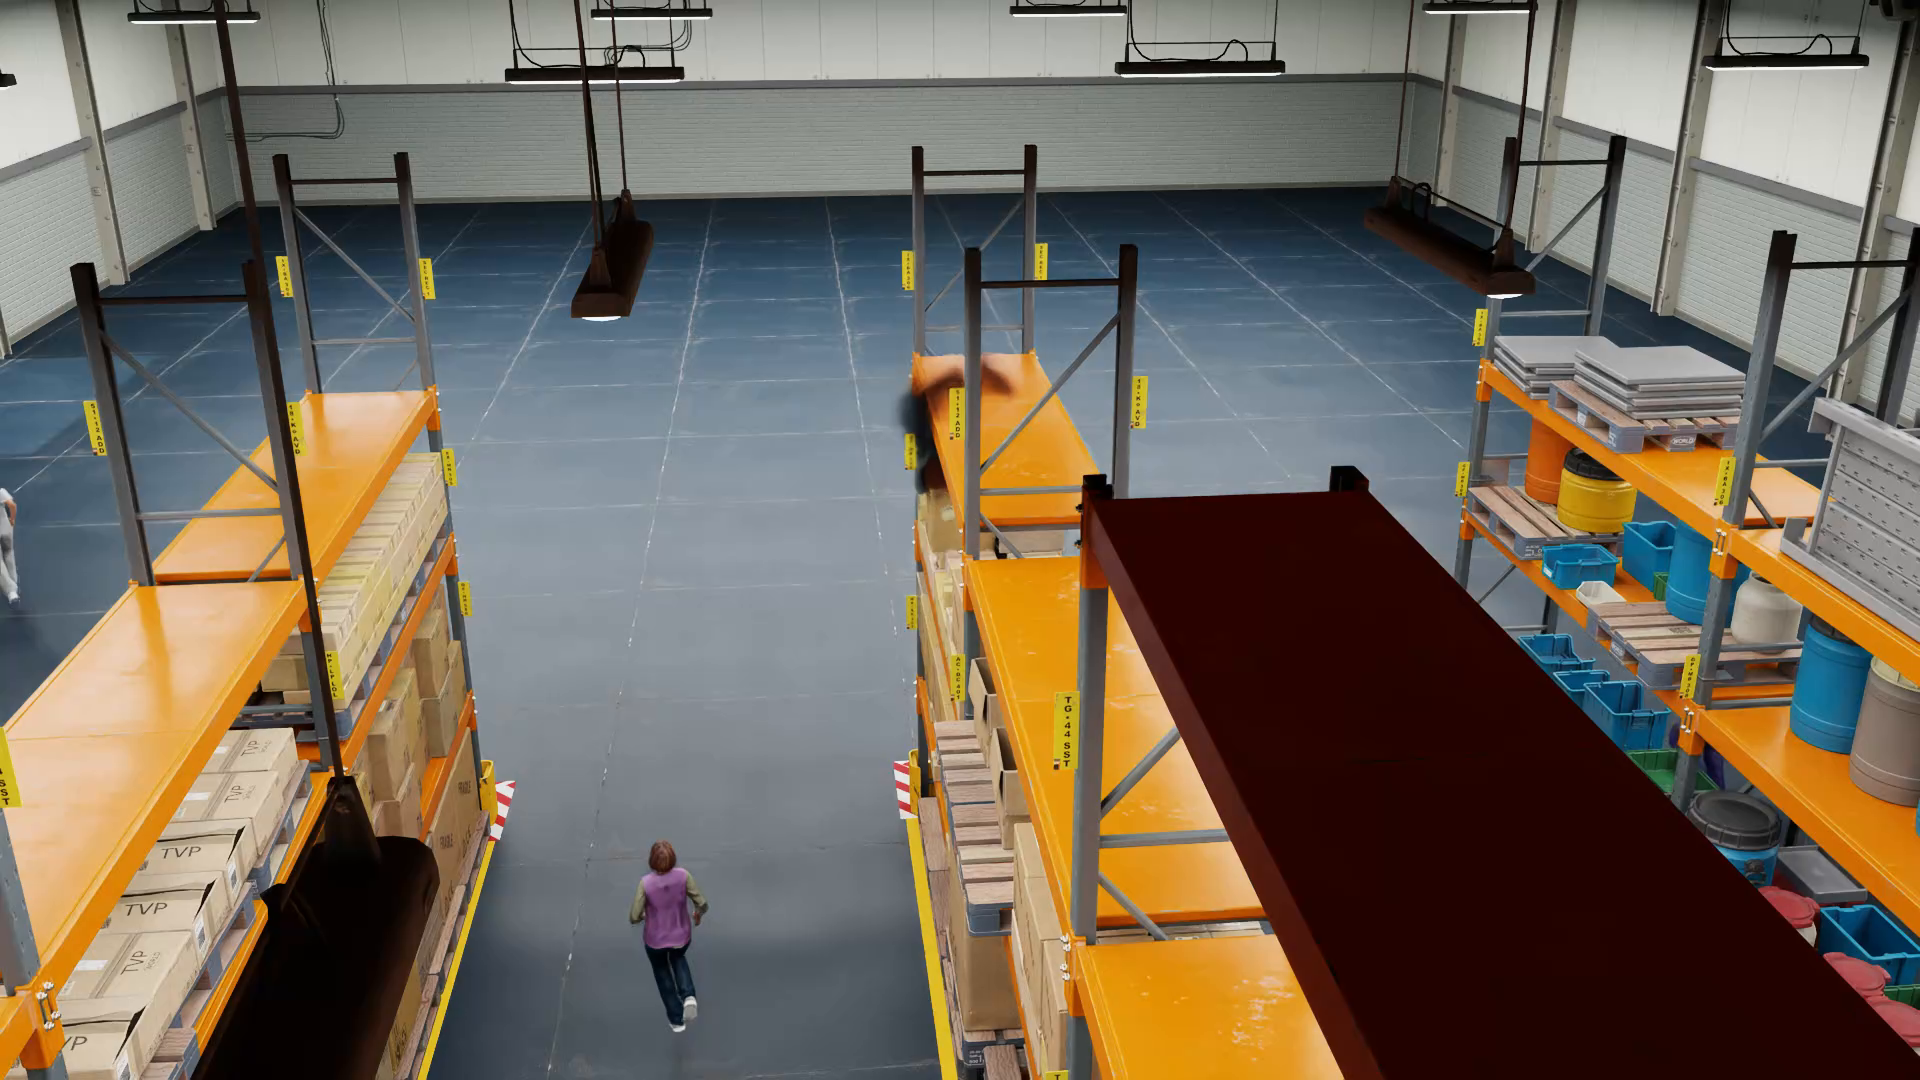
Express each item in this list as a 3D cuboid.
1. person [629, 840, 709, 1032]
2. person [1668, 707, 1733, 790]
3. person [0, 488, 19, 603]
[{"bbox_3d":[-2.067,2.828,11.838,0.547,1.565,0.541,-8,23,-19],"label":"person"},{"bbox_3d":[6.864,1.634,15.350,0.634,1.641,0.646,-9,23,-21],"label":"person"},{"bbox_3d":[-11.282,-0.019,19.455,0.534,1.713,1.010,-16,27,-35],"label":"person"}]
